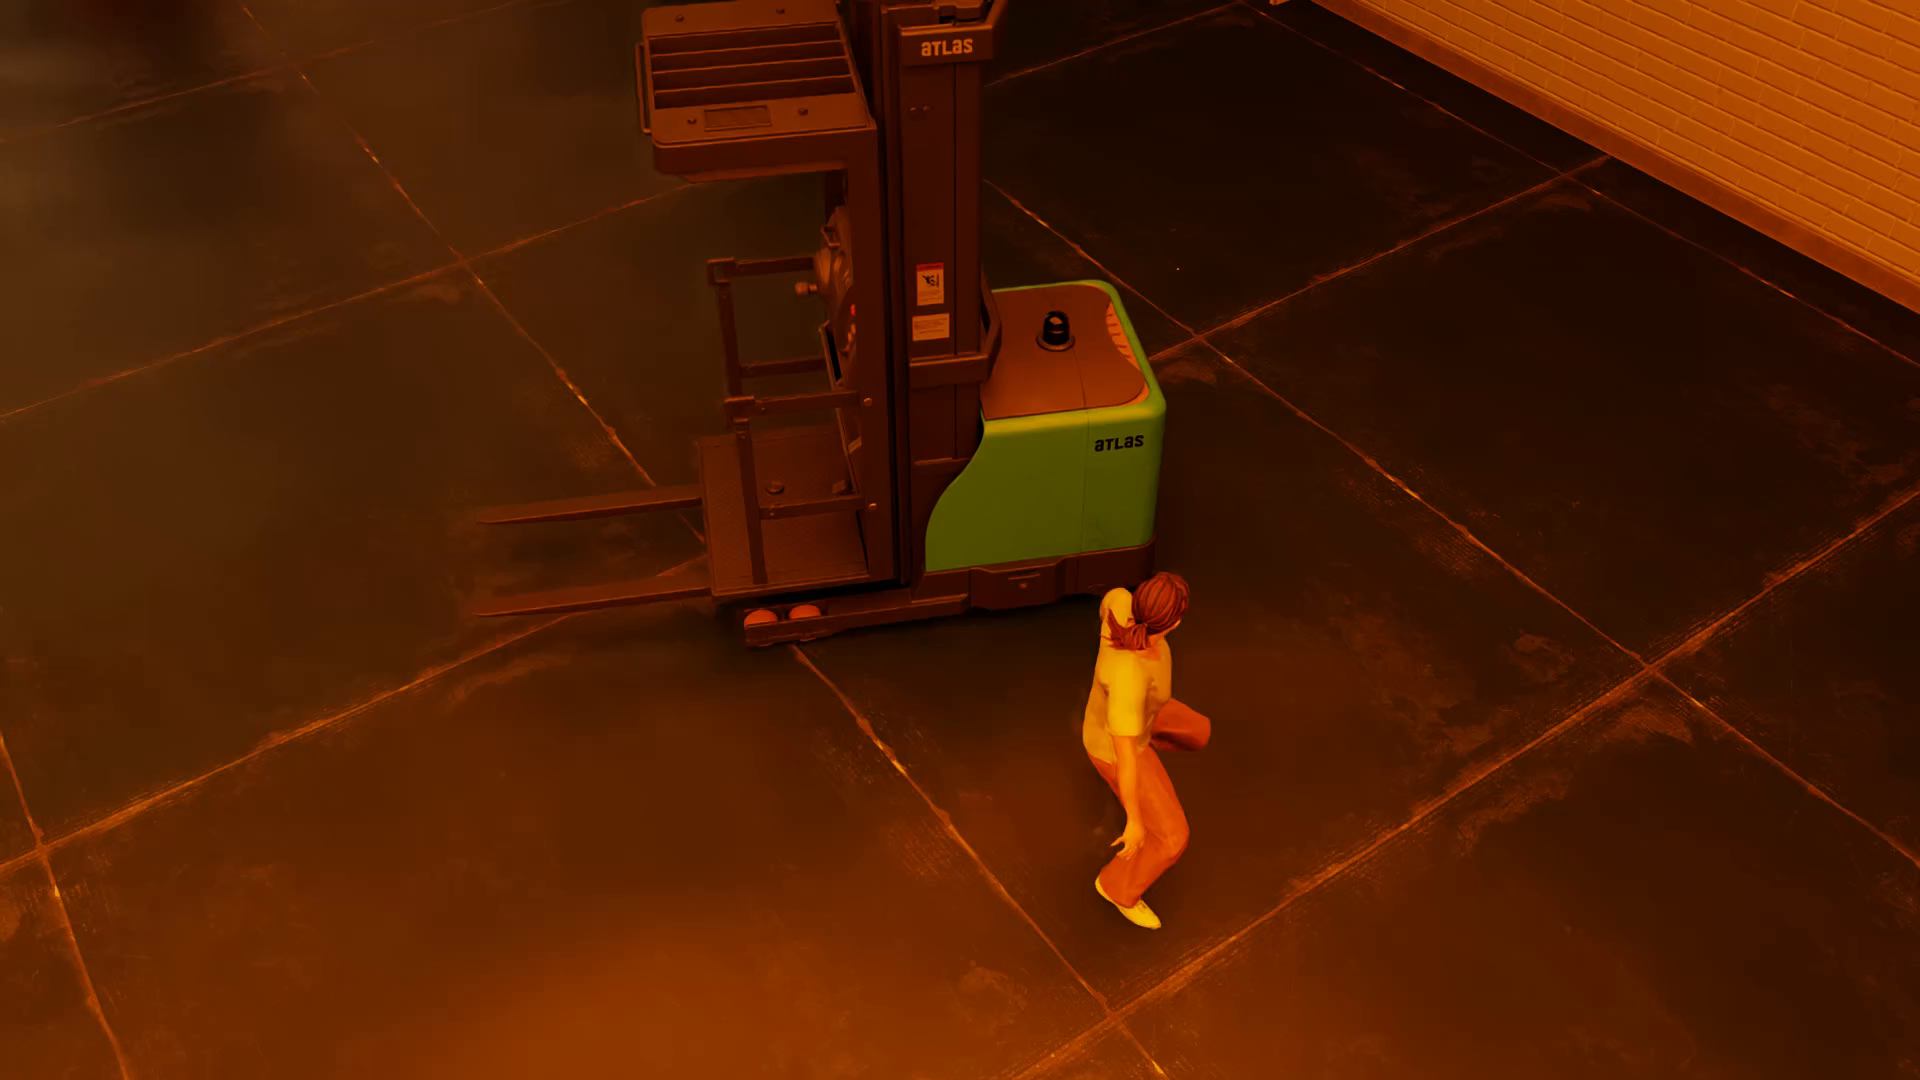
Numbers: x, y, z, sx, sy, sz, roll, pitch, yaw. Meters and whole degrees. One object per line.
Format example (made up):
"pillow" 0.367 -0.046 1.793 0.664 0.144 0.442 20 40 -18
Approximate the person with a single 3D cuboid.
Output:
"person" 0.644 0.704 6.013 0.502 1.557 0.972 10 44 10

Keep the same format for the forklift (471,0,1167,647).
"forklift" -0.686 -0.995 6.795 3.031 2.935 1.130 -7 43 -7
